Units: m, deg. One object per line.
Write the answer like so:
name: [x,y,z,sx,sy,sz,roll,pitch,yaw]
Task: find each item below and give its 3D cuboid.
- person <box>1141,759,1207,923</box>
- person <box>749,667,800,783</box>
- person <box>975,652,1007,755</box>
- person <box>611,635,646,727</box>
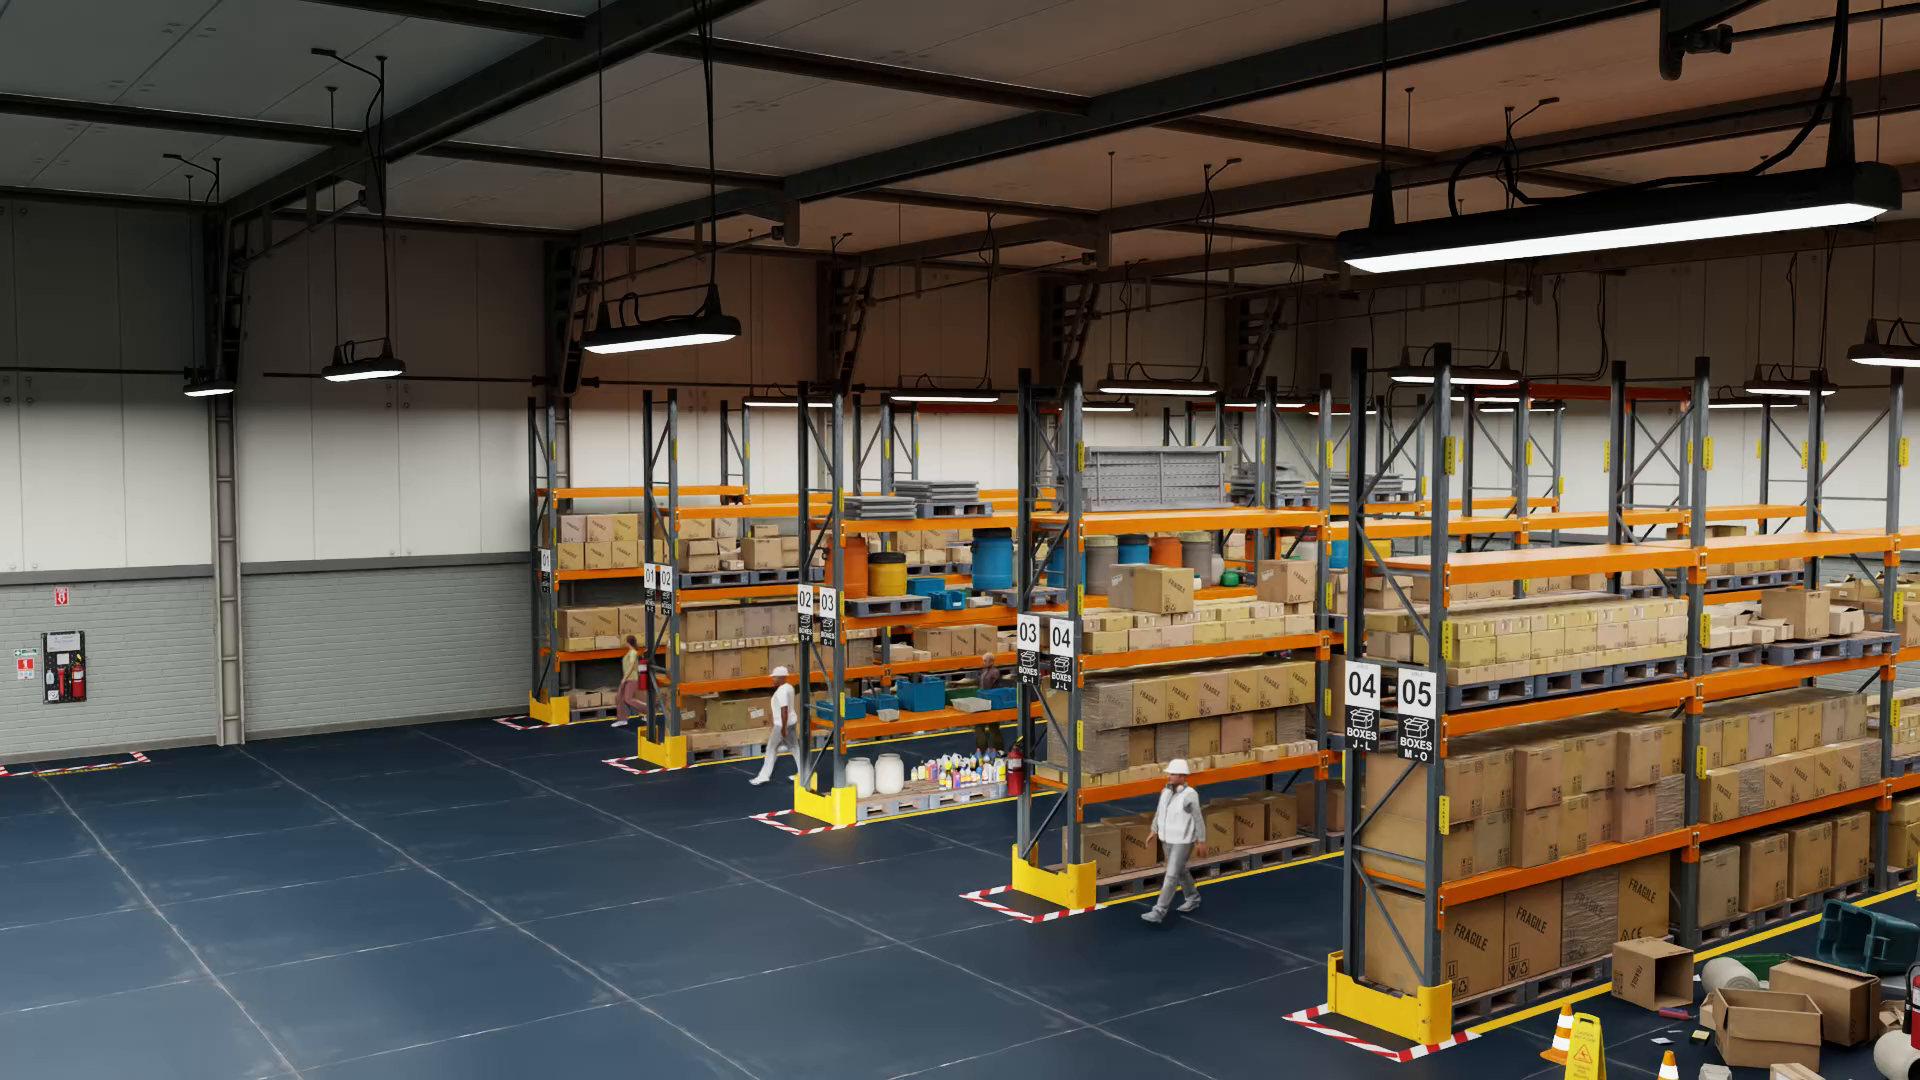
person: [2.259,3.223,17.946,1.043,1.716,0.574,-2,4,-32]
person: [-2.714,2.791,25.225,0.868,1.742,0.594,1,3,14]
person: [0.465,2.723,26.702,0.595,1.845,0.631,-2,4,-25]
person: [-5.974,2.558,30.235,0.754,1.649,0.472,-1,4,-19]
